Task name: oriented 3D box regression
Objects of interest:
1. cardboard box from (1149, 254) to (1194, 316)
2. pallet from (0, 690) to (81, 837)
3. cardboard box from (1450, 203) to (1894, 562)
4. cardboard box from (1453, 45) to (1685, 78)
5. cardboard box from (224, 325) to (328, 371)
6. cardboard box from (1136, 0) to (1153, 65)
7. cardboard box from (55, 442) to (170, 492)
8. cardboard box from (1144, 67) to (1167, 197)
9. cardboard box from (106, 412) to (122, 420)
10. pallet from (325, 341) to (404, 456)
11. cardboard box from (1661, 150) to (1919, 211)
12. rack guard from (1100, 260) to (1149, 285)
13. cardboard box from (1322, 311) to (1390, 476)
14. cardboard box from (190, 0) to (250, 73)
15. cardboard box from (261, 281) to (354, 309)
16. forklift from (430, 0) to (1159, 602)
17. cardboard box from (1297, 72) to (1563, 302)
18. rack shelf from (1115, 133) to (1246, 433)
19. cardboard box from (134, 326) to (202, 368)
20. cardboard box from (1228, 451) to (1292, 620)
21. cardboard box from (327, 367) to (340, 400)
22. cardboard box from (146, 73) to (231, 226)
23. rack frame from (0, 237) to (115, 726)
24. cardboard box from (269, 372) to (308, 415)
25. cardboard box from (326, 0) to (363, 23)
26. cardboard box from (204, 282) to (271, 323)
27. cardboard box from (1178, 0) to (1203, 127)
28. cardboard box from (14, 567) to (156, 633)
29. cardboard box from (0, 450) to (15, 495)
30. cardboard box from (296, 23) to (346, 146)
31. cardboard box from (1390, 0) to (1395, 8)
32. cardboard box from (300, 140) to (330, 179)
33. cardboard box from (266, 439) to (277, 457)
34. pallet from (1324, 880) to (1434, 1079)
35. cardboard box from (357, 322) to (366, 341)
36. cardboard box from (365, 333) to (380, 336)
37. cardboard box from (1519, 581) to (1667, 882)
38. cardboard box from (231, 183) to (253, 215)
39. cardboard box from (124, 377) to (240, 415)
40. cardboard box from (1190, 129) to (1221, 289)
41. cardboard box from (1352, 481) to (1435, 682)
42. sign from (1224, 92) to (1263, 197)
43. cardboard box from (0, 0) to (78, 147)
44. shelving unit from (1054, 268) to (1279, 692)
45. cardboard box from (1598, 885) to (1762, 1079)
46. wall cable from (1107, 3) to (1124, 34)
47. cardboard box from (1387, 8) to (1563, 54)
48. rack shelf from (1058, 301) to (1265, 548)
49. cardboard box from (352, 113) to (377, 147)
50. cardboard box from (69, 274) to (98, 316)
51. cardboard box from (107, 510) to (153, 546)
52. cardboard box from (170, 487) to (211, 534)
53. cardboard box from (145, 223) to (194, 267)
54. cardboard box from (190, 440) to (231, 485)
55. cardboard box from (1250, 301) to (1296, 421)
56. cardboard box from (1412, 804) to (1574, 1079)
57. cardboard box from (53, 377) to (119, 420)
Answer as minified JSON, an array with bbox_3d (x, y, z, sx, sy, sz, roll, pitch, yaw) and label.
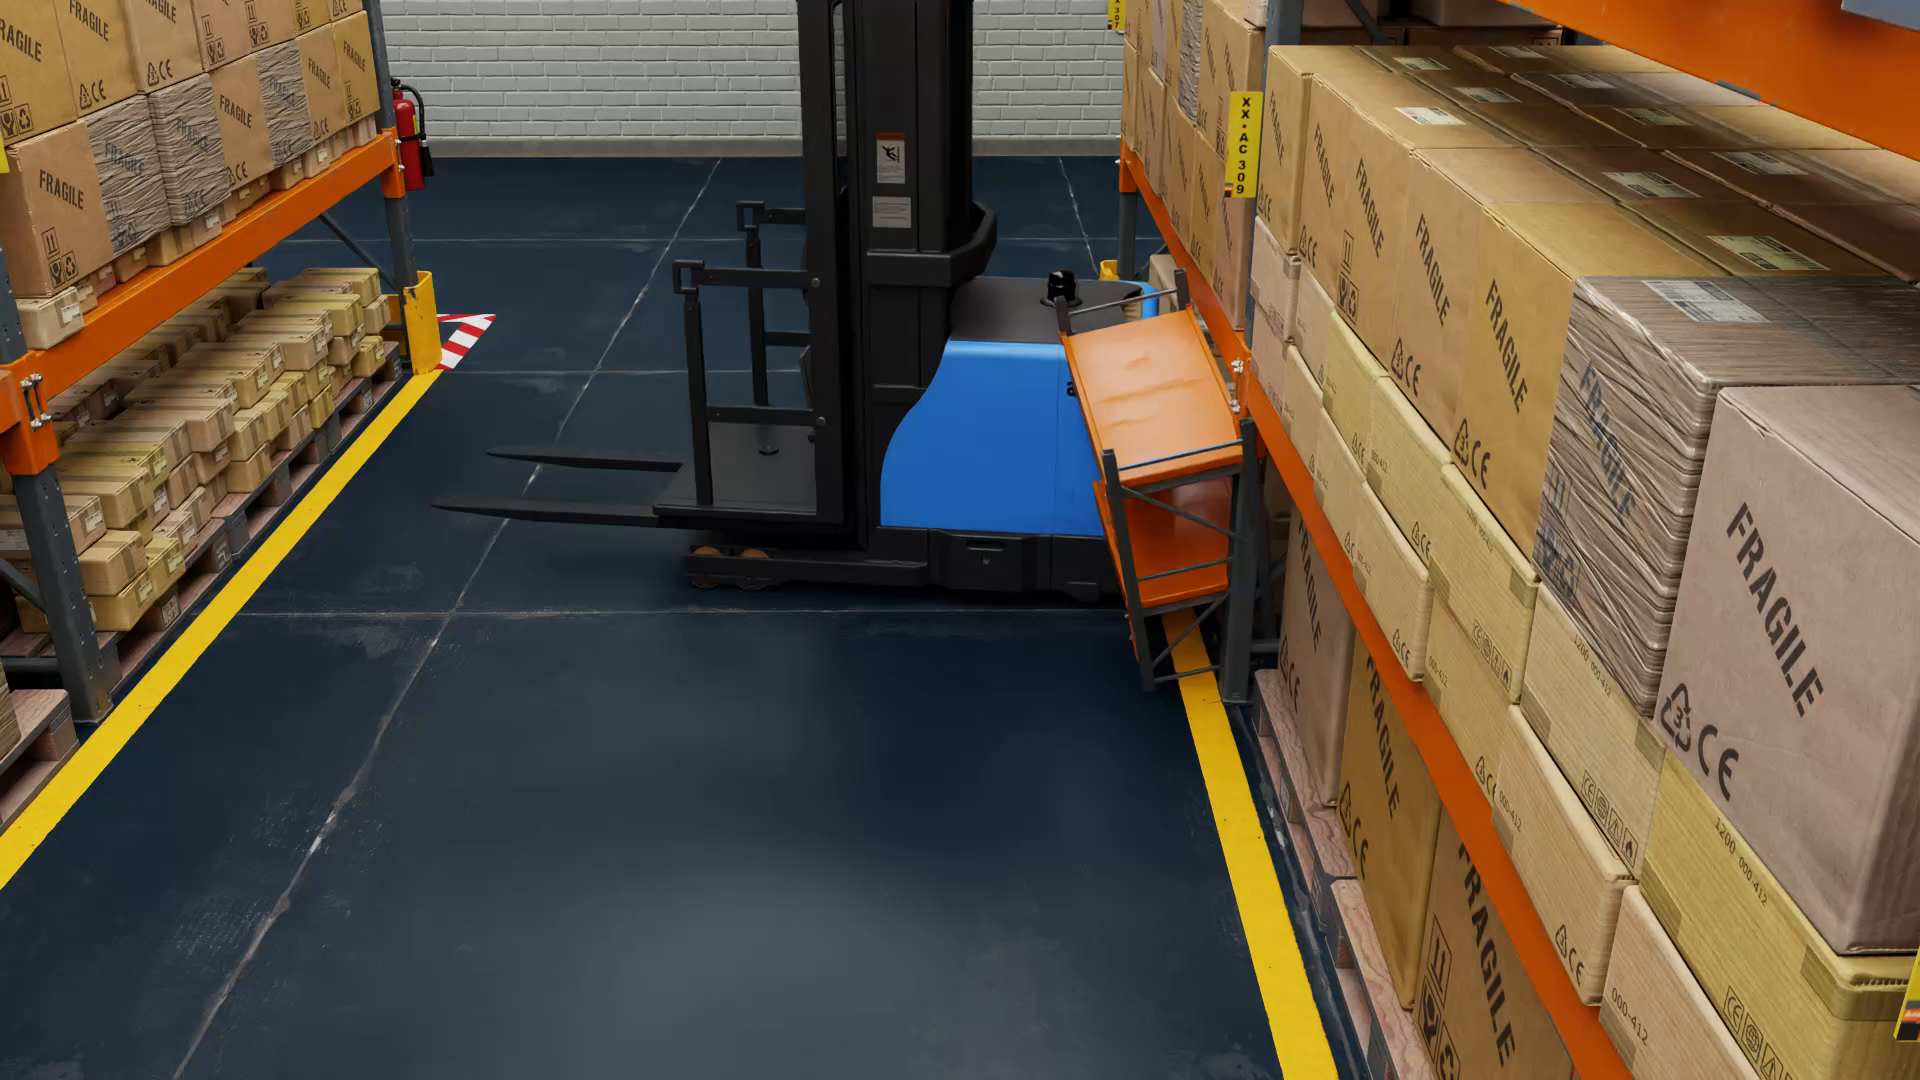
[{"bbox_3d":[1.502,-1.204,8.872,0.875,0.438,0.875,-1,24,-2],"label":"cardboard box"},{"bbox_3d":[-3.500,0.852,5.110,1.003,0.211,1.213,0,24,-1],"label":"pallet"},{"bbox_3d":[1.202,-0.284,2.904,0.500,0.500,0.500,0,24,-1],"label":"cardboard box"},{"bbox_3d":[1.694,-1.122,4.755,0.500,0.500,0.500,1,24,1],"label":"cardboard box"},{"bbox_3d":[-3.222,-0.907,7.843,0.380,0.149,0.250,1,24,1],"label":"cardboard box"},{"bbox_3d":[1.128,-2.541,7.893,0.500,0.500,0.500,-1,24,-2],"label":"cardboard box"},{"bbox_3d":[-3.303,-0.264,6.421,0.380,0.149,0.250,-1,24,-1],"label":"cardboard box"},{"bbox_3d":[1.134,-1.880,7.646,0.500,0.500,0.500,0,24,-1],"label":"cardboard box"},{"bbox_3d":[-3.777,-0.437,7.165,0.380,0.149,0.250,-1,24,-3],"label":"cardboard box"},{"bbox_3d":[-3.580,-0.751,8.654,1.003,0.211,1.213,0,24,-1],"label":"pallet"},{"bbox_3d":[1.714,-0.486,3.350,0.500,0.500,0.500,0,24,0],"label":"cardboard box"},{"bbox_3d":[1.394,-1.323,9.568,1.175,0.500,0.348,0,24,-1],"label":"rack guard"},{"bbox_3d":[1.174,-0.358,3.976,0.500,0.250,0.500,0,24,0],"label":"cardboard box"},{"bbox_3d":[-3.271,-2.196,6.770,0.500,0.500,0.500,-1,24,-2],"label":"cardboard box"},{"bbox_3d":[-3.350,-1.230,8.559,0.380,0.149,0.250,0,24,0],"label":"cardboard box"},{"bbox_3d":[-0.701,-1.341,6.657,3.031,2.935,1.130,3,25,6],"label":"forklift"},{"bbox_3d":[1.189,-0.912,4.293,0.500,0.500,0.500,0,24,-1],"label":"cardboard box"},{"bbox_3d":[1.416,-1.300,7.357,1.077,0.370,4.000,0,24,-1],"label":"rack shelf"},{"bbox_3d":[-3.811,-0.900,7.828,0.380,0.149,0.250,1,24,2],"label":"cardboard box"},{"bbox_3d":[1.539,-0.087,6.401,0.875,0.438,0.875,-1,24,-1],"label":"cardboard box"},{"bbox_3d":[-3.303,-0.748,8.213,0.380,0.149,0.250,0,24,0],"label":"cardboard box"},{"bbox_3d":[-3.246,-1.537,6.527,0.500,0.500,0.500,-1,24,-2],"label":"cardboard box"},{"bbox_3d":[-3.510,-0.740,5.245,1.000,3.000,0.127,0,24,-1],"label":"rack frame"},{"bbox_3d":[-3.253,-0.666,7.672,0.380,0.149,0.250,1,24,2],"label":"cardboard box"},{"bbox_3d":[-3.300,-2.837,8.187,0.500,0.500,0.500,-1,24,-2],"label":"cardboard box"},{"bbox_3d":[-3.765,-1.221,8.537,0.380,0.149,0.250,0,24,0],"label":"cardboard box"},{"bbox_3d":[1.145,-1.917,6.513,0.500,0.500,0.500,0,24,0],"label":"cardboard box"},{"bbox_3d":[-3.193,0.217,6.081,0.380,0.149,0.250,-1,24,-3],"label":"cardboard box"},{"bbox_3d":[-3.827,-0.256,6.404,0.380,0.149,0.250,0,24,-1],"label":"cardboard box"},{"bbox_3d":[-3.291,-2.173,7.931,0.500,0.500,0.500,-1,24,-1],"label":"cardboard box"},{"bbox_3d":[1.630,-1.942,5.782,0.380,0.149,0.250,-1,24,-1],"label":"cardboard box"},{"bbox_3d":[-3.259,-1.829,7.959,0.380,0.149,0.250,0,24,1],"label":"cardboard box"},{"bbox_3d":[-3.327,-0.426,7.501,0.380,0.149,0.250,0,24,1],"label":"cardboard box"},{"bbox_3d":[1.538,1.289,4.144,1.003,0.211,1.213,0,24,-1],"label":"pallet"},{"bbox_3d":[-3.314,-1.092,8.612,0.380,0.149,0.250,-1,24,-2],"label":"cardboard box"},{"bbox_3d":[-3.340,-1.064,8.913,0.380,0.149,0.250,0,24,0],"label":"cardboard box"},{"bbox_3d":[1.213,0.276,2.576,0.500,0.250,0.500,-1,24,-2],"label":"cardboard box"},{"bbox_3d":[-3.323,-1.500,7.231,0.380,0.149,0.250,0,24,0],"label":"cardboard box"},{"bbox_3d":[-3.335,-0.588,7.138,0.380,0.149,0.250,-1,24,-3],"label":"cardboard box"},{"bbox_3d":[1.166,-1.251,6.255,0.500,0.500,0.500,-1,24,-2],"label":"cardboard box"},{"bbox_3d":[1.172,0.078,3.620,0.500,0.250,0.500,-1,24,-1],"label":"cardboard box"},{"bbox_3d":[0.883,-1.231,5.185,0.100,0.325,0.005,0,24,-1],"label":"sign"},{"bbox_3d":[-3.272,-1.563,5.371,0.500,0.500,0.500,0,24,1],"label":"cardboard box"},{"bbox_3d":[0.758,-0.212,6.124,0.538,1.125,1.048,-13,38,2],"label":"shelving unit"},{"bbox_3d":[1.217,0.706,2.231,0.500,0.250,0.500,-1,24,-2],"label":"cardboard box"},{"bbox_3d":[1.310,-5.252,13.952,0.585,1.953,0.123,0,24,-1],"label":"wall cable"},{"bbox_3d":[1.675,-1.502,5.596,0.500,0.500,0.500,0,24,0],"label":"cardboard box"},{"bbox_3d":[0.701,-0.436,5.945,0.538,0.278,1.000,-13,38,2],"label":"rack shelf"},{"bbox_3d":[-3.268,-2.140,8.647,0.380,0.149,0.250,0,24,0],"label":"cardboard box"},{"bbox_3d":[-3.263,-0.849,5.793,0.380,0.149,0.250,0,24,1],"label":"cardboard box"},{"bbox_3d":[-3.287,-0.022,6.248,0.380,0.149,0.250,0,24,0],"label":"cardboard box"},{"bbox_3d":[-3.303,-0.100,6.780,0.380,0.149,0.250,-1,24,-2],"label":"cardboard box"},{"bbox_3d":[-3.253,-1.175,6.513,0.380,0.149,0.250,0,24,0],"label":"cardboard box"},{"bbox_3d":[-3.305,-0.347,6.966,0.380,0.149,0.250,1,24,2],"label":"cardboard box"},{"bbox_3d":[1.179,-0.553,5.014,0.500,0.250,0.500,-1,24,-2],"label":"cardboard box"},{"bbox_3d":[1.552,0.969,3.536,0.875,0.875,0.875,0,24,0],"label":"cardboard box"},{"bbox_3d":[-3.862,-0.586,7.133,0.380,0.149,0.250,-1,24,-2],"label":"cardboard box"}]
